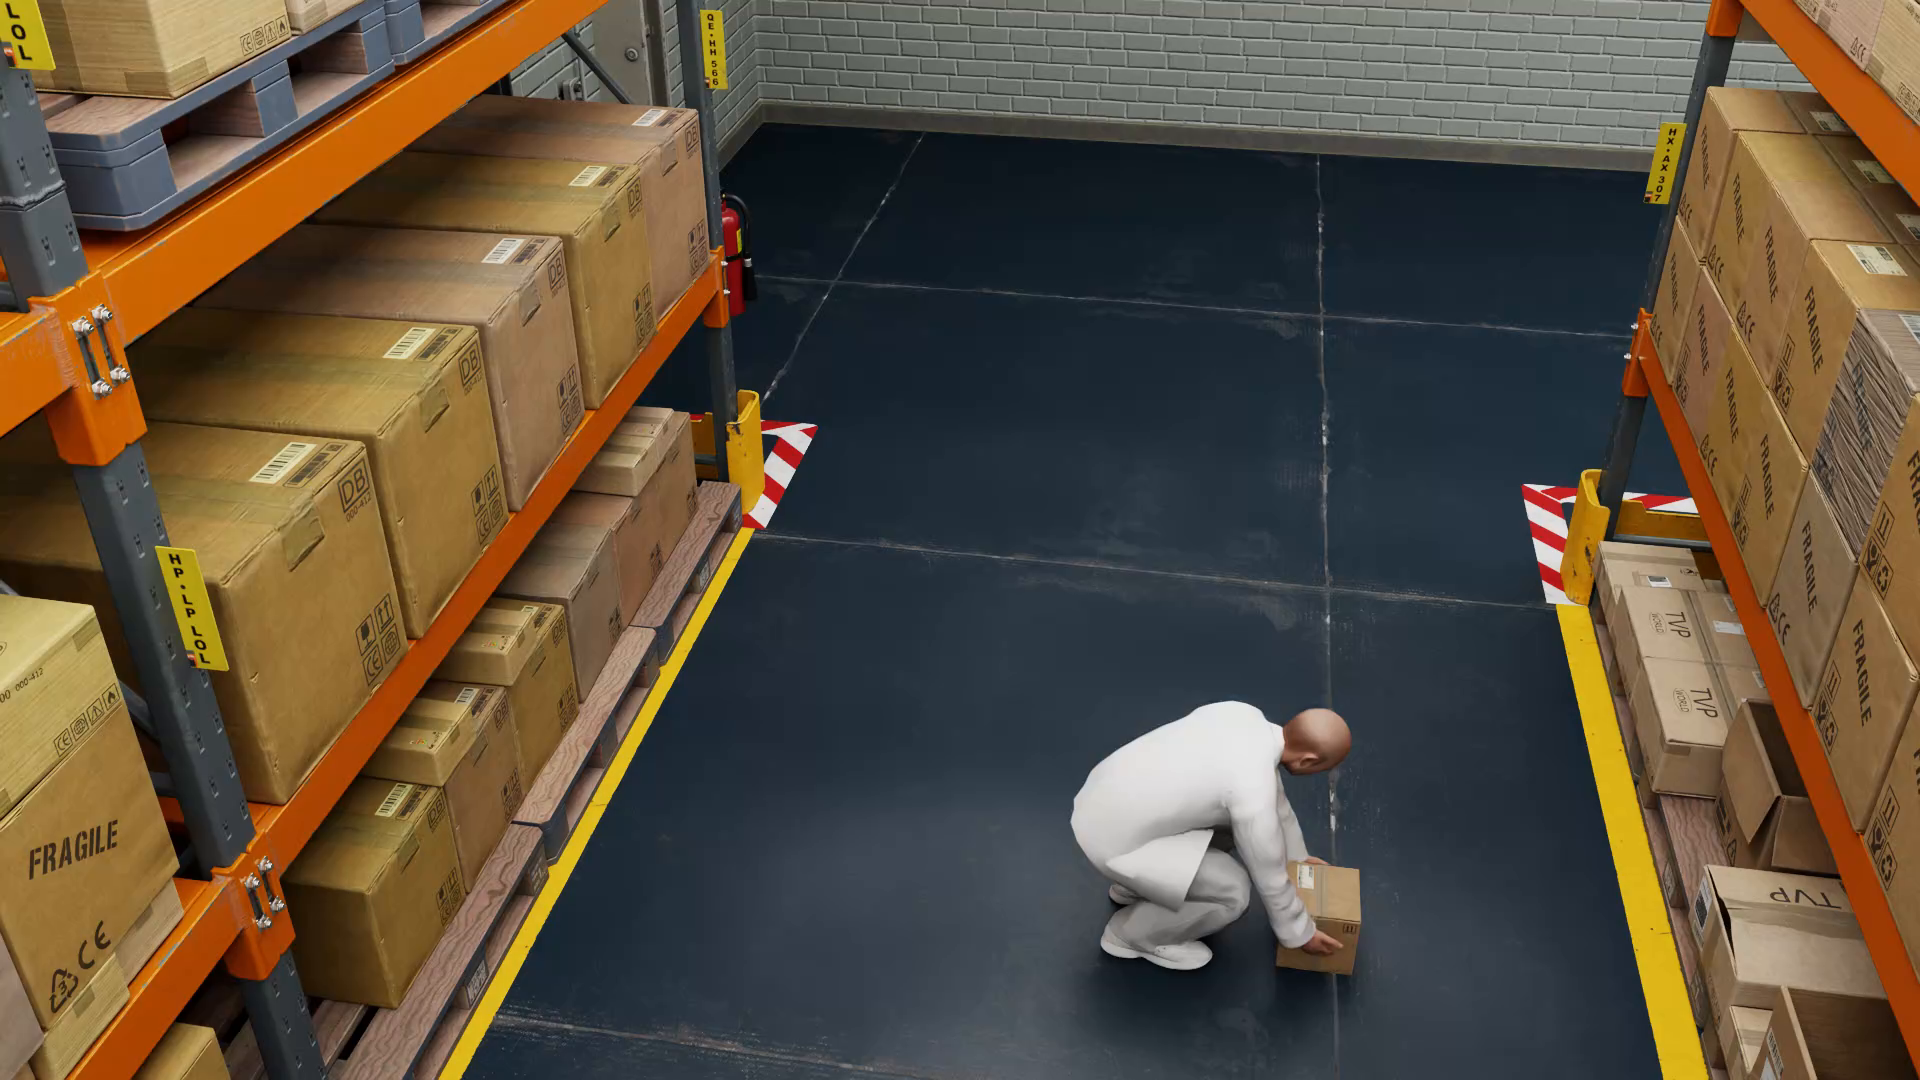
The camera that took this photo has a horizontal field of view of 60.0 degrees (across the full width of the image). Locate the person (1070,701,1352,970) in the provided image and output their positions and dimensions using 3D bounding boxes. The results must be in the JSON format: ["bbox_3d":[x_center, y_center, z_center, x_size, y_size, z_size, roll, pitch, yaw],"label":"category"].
[{"bbox_3d":[0.823,0.936,5.454,0.913,0.930,0.608,5,32,8],"label":"person"}]
